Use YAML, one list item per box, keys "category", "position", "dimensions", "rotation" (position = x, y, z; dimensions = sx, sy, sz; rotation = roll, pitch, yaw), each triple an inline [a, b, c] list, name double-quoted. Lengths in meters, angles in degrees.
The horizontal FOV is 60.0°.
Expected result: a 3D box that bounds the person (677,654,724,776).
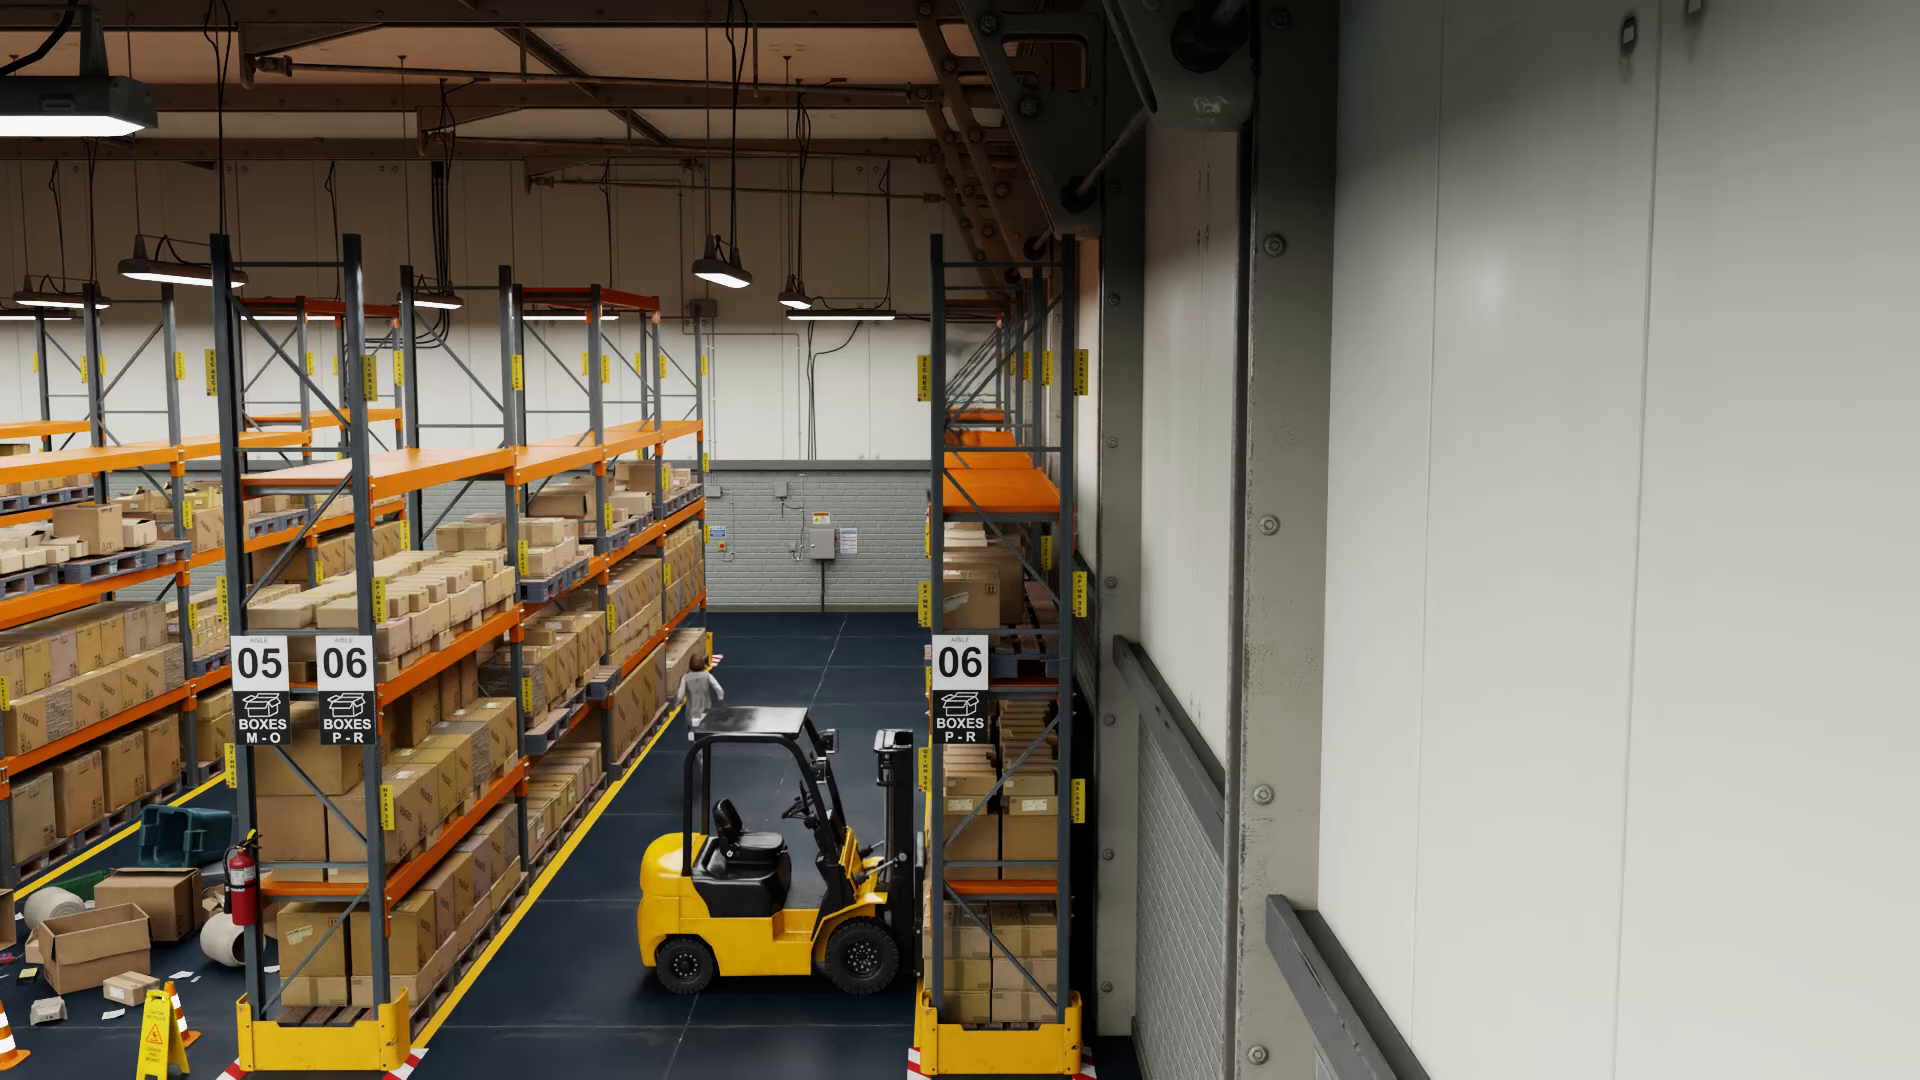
- category: "person"
  position: [-3.165, 2.164, 20.308]
  dimensions: [0.572, 1.553, 0.477]
  rotation: [-1, 6, -9]
